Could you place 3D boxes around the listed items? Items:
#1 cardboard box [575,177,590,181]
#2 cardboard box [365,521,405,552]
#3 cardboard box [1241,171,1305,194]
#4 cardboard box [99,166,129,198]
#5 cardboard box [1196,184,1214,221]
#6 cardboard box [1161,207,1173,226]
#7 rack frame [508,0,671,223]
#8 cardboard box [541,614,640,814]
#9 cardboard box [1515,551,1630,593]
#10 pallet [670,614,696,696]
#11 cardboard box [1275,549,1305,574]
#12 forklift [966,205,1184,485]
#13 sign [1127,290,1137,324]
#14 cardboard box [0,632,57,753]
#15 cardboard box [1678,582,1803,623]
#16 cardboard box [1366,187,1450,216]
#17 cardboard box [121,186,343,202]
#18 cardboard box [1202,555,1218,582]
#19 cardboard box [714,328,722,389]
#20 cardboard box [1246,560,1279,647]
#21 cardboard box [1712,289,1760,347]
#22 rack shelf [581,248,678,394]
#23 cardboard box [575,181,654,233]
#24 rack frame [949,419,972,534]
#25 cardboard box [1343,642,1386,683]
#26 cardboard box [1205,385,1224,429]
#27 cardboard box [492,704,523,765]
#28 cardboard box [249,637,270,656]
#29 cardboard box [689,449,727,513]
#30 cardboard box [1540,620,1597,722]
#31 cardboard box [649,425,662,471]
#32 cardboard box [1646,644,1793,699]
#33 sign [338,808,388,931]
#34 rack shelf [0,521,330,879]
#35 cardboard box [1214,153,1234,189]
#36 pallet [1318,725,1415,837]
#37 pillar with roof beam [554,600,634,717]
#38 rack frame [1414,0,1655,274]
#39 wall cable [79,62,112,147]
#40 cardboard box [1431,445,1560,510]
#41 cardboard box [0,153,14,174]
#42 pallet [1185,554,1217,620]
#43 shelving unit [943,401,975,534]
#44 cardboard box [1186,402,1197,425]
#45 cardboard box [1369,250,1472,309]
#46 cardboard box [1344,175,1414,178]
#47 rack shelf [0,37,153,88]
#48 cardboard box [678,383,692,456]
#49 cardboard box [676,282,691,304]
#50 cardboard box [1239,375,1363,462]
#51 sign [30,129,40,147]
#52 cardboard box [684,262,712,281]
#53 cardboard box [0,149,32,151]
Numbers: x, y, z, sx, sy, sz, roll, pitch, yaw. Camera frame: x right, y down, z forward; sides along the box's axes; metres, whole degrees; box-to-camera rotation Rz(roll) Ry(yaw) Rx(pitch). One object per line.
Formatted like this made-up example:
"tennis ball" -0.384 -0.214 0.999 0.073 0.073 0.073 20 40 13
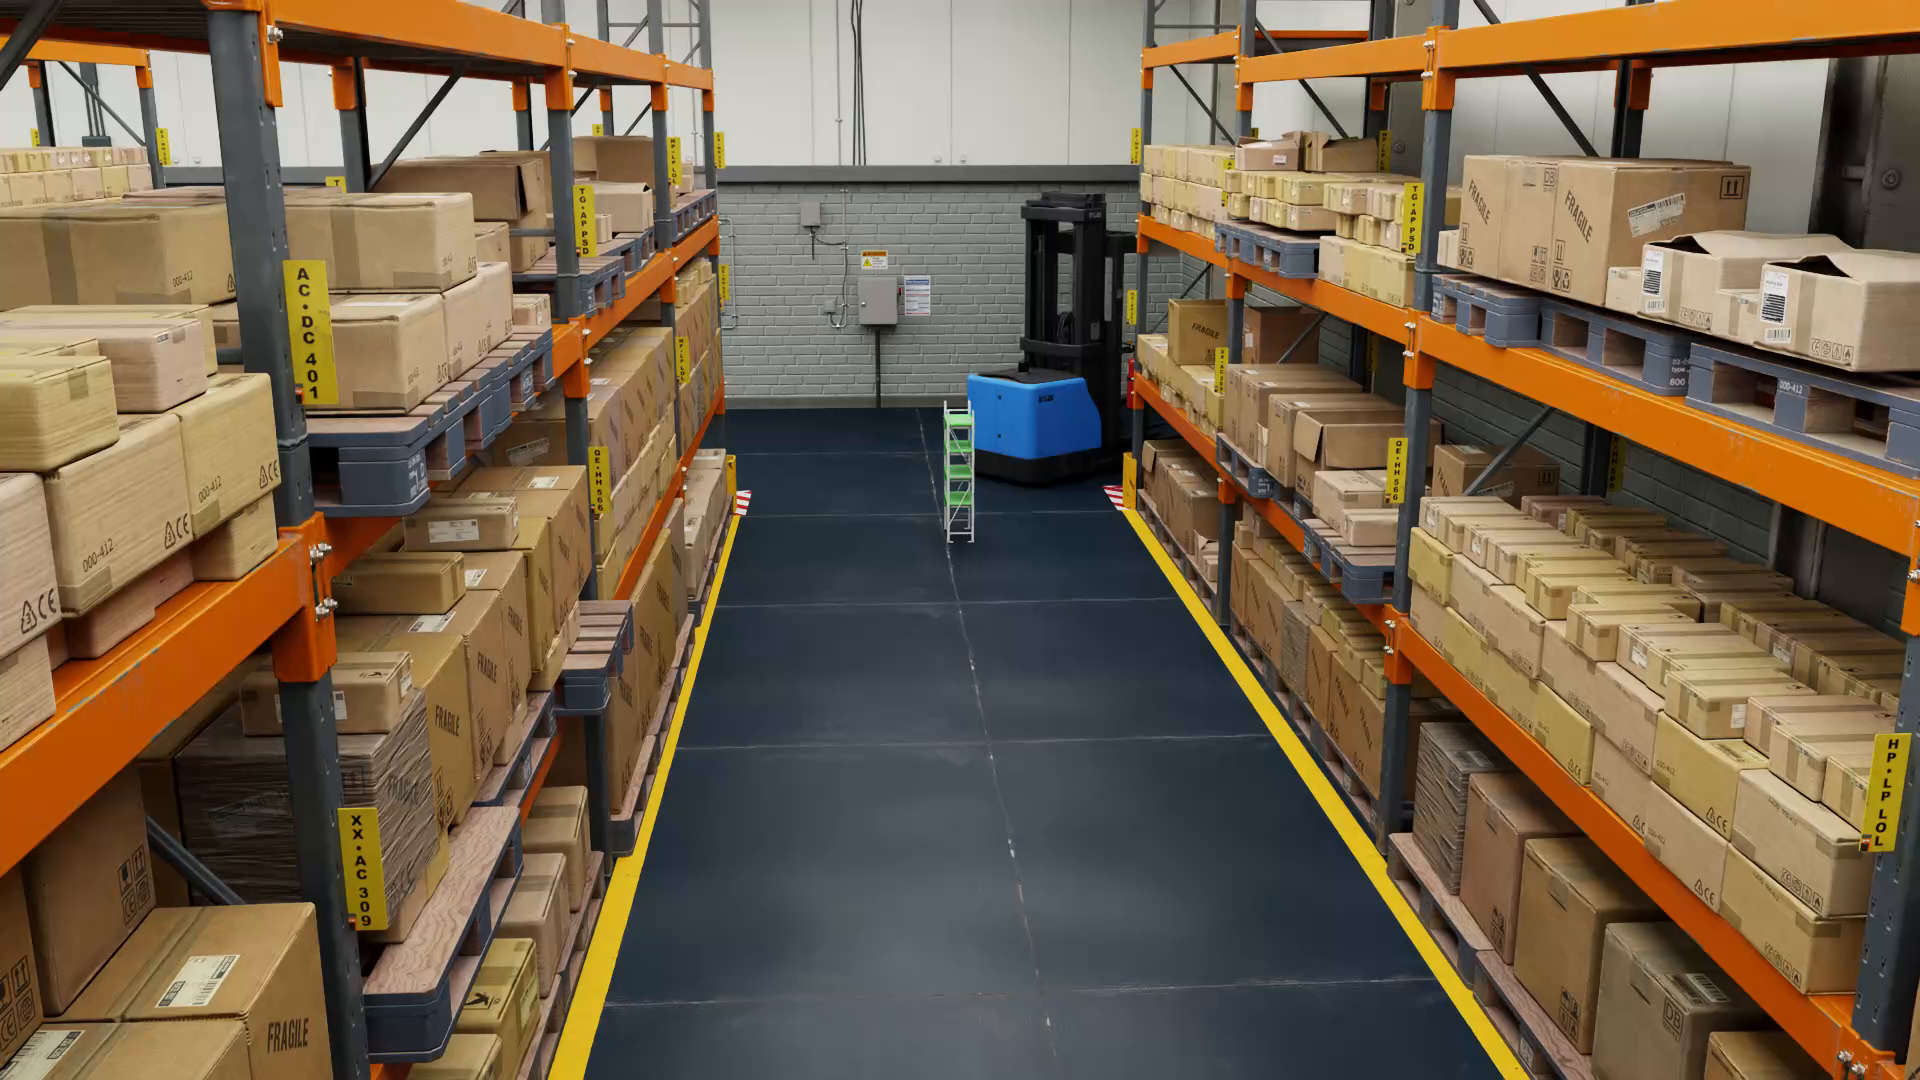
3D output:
"cardboard box" -2.873 -2.051 12.713 0.509 1.526 1.234 0 14 -2
"cardboard box" -2.391 0.230 6.473 0.500 0.500 0.500 -1 14 -2
"cardboard box" 2.108 -2.404 11.195 0.380 0.149 0.250 -1 14 -3
"cardboard box" -7.381 -3.024 14.036 0.500 0.250 0.500 -1 14 -5
"cardboard box" 2.117 -2.593 12.769 0.500 0.250 0.500 -1 14 -5
"cardboard box" 1.957 -2.809 14.409 0.380 0.149 0.250 -1 14 -4
"rack frame" -2.514 -3.651 11.159 1.000 3.000 0.127 -1 14 -3
"cardboard box" -2.226 0.901 8.925 0.875 0.875 0.875 -1 14 -4
"cardboard box" 2.547 0.149 6.924 0.380 0.149 0.250 -1 14 -3
"pallet" -2.391 0.795 11.512 1.003 0.211 1.213 -1 14 -3
"cardboard box" 2.349 0.162 11.249 0.380 0.149 0.250 -1 14 -4
"forklift" -2.599 -1.968 16.971 10.555 2.843 4.995 -13 19 -40
"sign" 1.650 -2.229 15.934 0.100 0.325 0.005 -1 14 -3
"cardboard box" -1.645 0.242 2.549 0.380 0.149 0.250 0 14 -2
"cardboard box" 3.024 0.268 6.463 0.380 0.149 0.250 0 14 -2
"cardboard box" 2.419 -1.823 8.977 0.380 0.149 0.250 -1 14 -4
"cardboard box" -2.267 -0.978 5.241 0.500 0.250 0.500 -1 14 -3
"cardboard box" 2.112 0.220 13.032 0.380 0.149 0.250 -1 14 -5
"cardboard box" -2.468 -1.673 15.310 0.500 0.500 0.500 -1 14 -3
"cardboard box" 2.288 0.440 11.472 0.500 0.500 0.500 -1 14 -4
"cardboard box" 2.564 -0.686 5.112 0.380 0.149 0.250 -1 14 -4
"rack shelf" -2.390 -1.353 9.689 1.077 0.370 4.000 -1 14 -3
"cardboard box" -2.250 -2.143 10.652 0.500 0.311 0.500 -1 14 -3
"rack frame" 0.006 -0.562 14.801 0.228 1.046 0.006 -1 14 -3
"cardboard box" 2.356 0.678 9.244 0.380 0.149 0.250 -2 15 -6
"cardboard box" 2.165 -1.018 12.667 0.500 0.250 0.500 -1 14 -2
"cardboard box" -1.790 0.695 5.967 0.380 0.149 0.250 0 14 -1
"cardboard box" -2.328 0.251 5.089 0.380 0.149 0.250 -1 14 -5
"cardboard box" -2.621 -0.541 15.408 0.875 0.438 0.875 -1 14 -5
"cardboard box" 2.572 0.497 6.371 0.500 0.250 0.500 -1 14 -3
"cardboard box" -2.168 -0.557 10.468 0.500 0.250 0.500 -1 14 -2
"cardboard box" 2.594 0.467 5.690 0.380 0.149 0.250 -1 14 -5
"sign" -1.477 0.814 4.106 0.100 0.325 0.005 -1 14 -3
"rack shelf" -1.895 0.637 1.956 1.077 0.370 4.000 -1 14 -3
"cardboard box" 2.168 -2.712 12.227 0.500 0.250 0.500 -1 14 -3
"pallet" 2.679 1.335 9.413 1.003 0.211 1.213 -1 14 -3
"pillar with roof beam" -7.271 0.225 11.123 11.046 1.510 9.021 -1 14 -3
"rack frame" 2.688 -2.734 7.594 1.000 3.000 0.127 -1 14 -3
"wall cable" -9.563 -7.511 19.702 2.277 5.999 0.120 -1 14 -3
"cardboard box" 2.812 -0.211 8.783 0.500 0.500 0.500 0 14 -1
"cardboard box" -7.287 -2.795 12.347 0.380 0.149 0.250 -1 14 -5
"pallet" 2.398 0.356 13.219 1.003 0.211 1.213 -1 14 -3
"shelving unit" -6.149 0.483 10.742 13.061 1.200 8.595 -1 14 -3
"cardboard box" 2.057 -1.035 13.533 0.380 0.149 0.250 -1 14 -4
"cardboard box" 2.413 -1.333 8.468 0.500 0.250 0.500 -1 14 -5
"cardboard box" 2.635 -2.221 10.484 0.380 0.149 0.250 -1 14 -5
"rack shelf" -7.572 -3.697 12.787 1.077 0.370 4.000 -1 14 -3
"cardboard box" -2.282 -0.915 12.363 0.500 0.500 0.500 0 14 -2
"cardboard box" -2.306 -1.931 13.003 0.380 0.149 0.250 -1 14 -5
"cardboard box" 2.279 -0.823 11.161 0.700 0.500 0.500 -1 14 -3
"sign" -8.238 -3.507 14.863 0.100 0.325 0.005 -1 14 -3
"cardboard box" -2.400 -2.376 14.732 0.380 0.149 0.250 -1 14 -4
"cardboard box" -7.826 -3.115 13.592 0.380 0.149 0.250 0 14 -2
